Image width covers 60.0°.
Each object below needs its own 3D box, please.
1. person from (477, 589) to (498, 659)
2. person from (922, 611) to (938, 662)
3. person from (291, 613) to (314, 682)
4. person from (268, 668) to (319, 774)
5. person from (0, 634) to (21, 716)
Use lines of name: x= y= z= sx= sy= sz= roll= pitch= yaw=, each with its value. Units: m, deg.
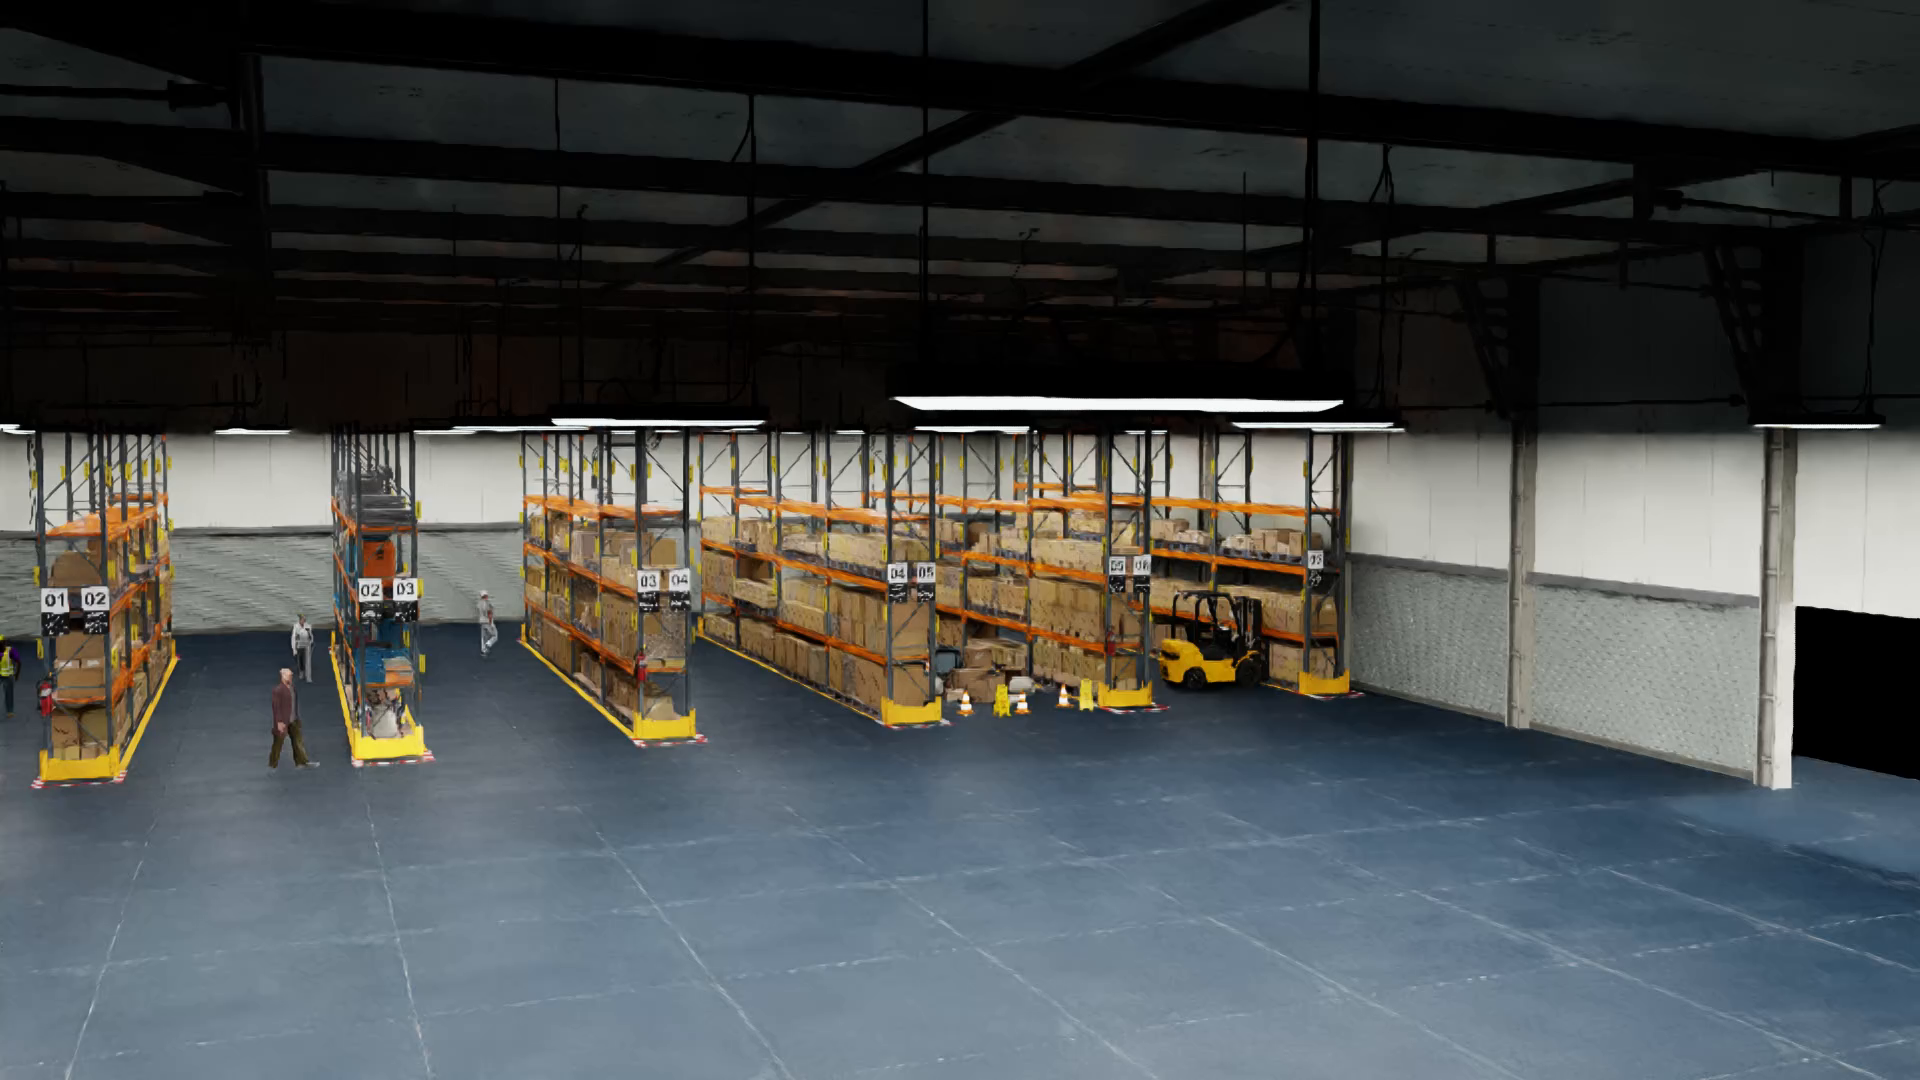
person: x=-12.190 y=2.157 z=42.755 sx=0.594 sy=1.786 sz=0.443 roll=3 pitch=5 yaw=39
person: x=-0.743 y=2.299 z=41.855 sx=0.532 sy=1.588 sz=0.521 roll=0 pitch=4 yaw=2
person: x=-15.337 y=2.484 z=38.804 sx=0.495 sy=1.589 sz=1.086 roll=-1 pitch=4 yaw=-19
person: x=-11.422 y=3.053 z=28.284 sx=0.612 sy=1.770 sz=0.782 roll=1 pitch=4 yaw=16
person: x=-19.516 y=2.760 z=33.834 sx=0.719 sy=1.714 sz=0.578 roll=-2 pitch=4 yaw=-24
